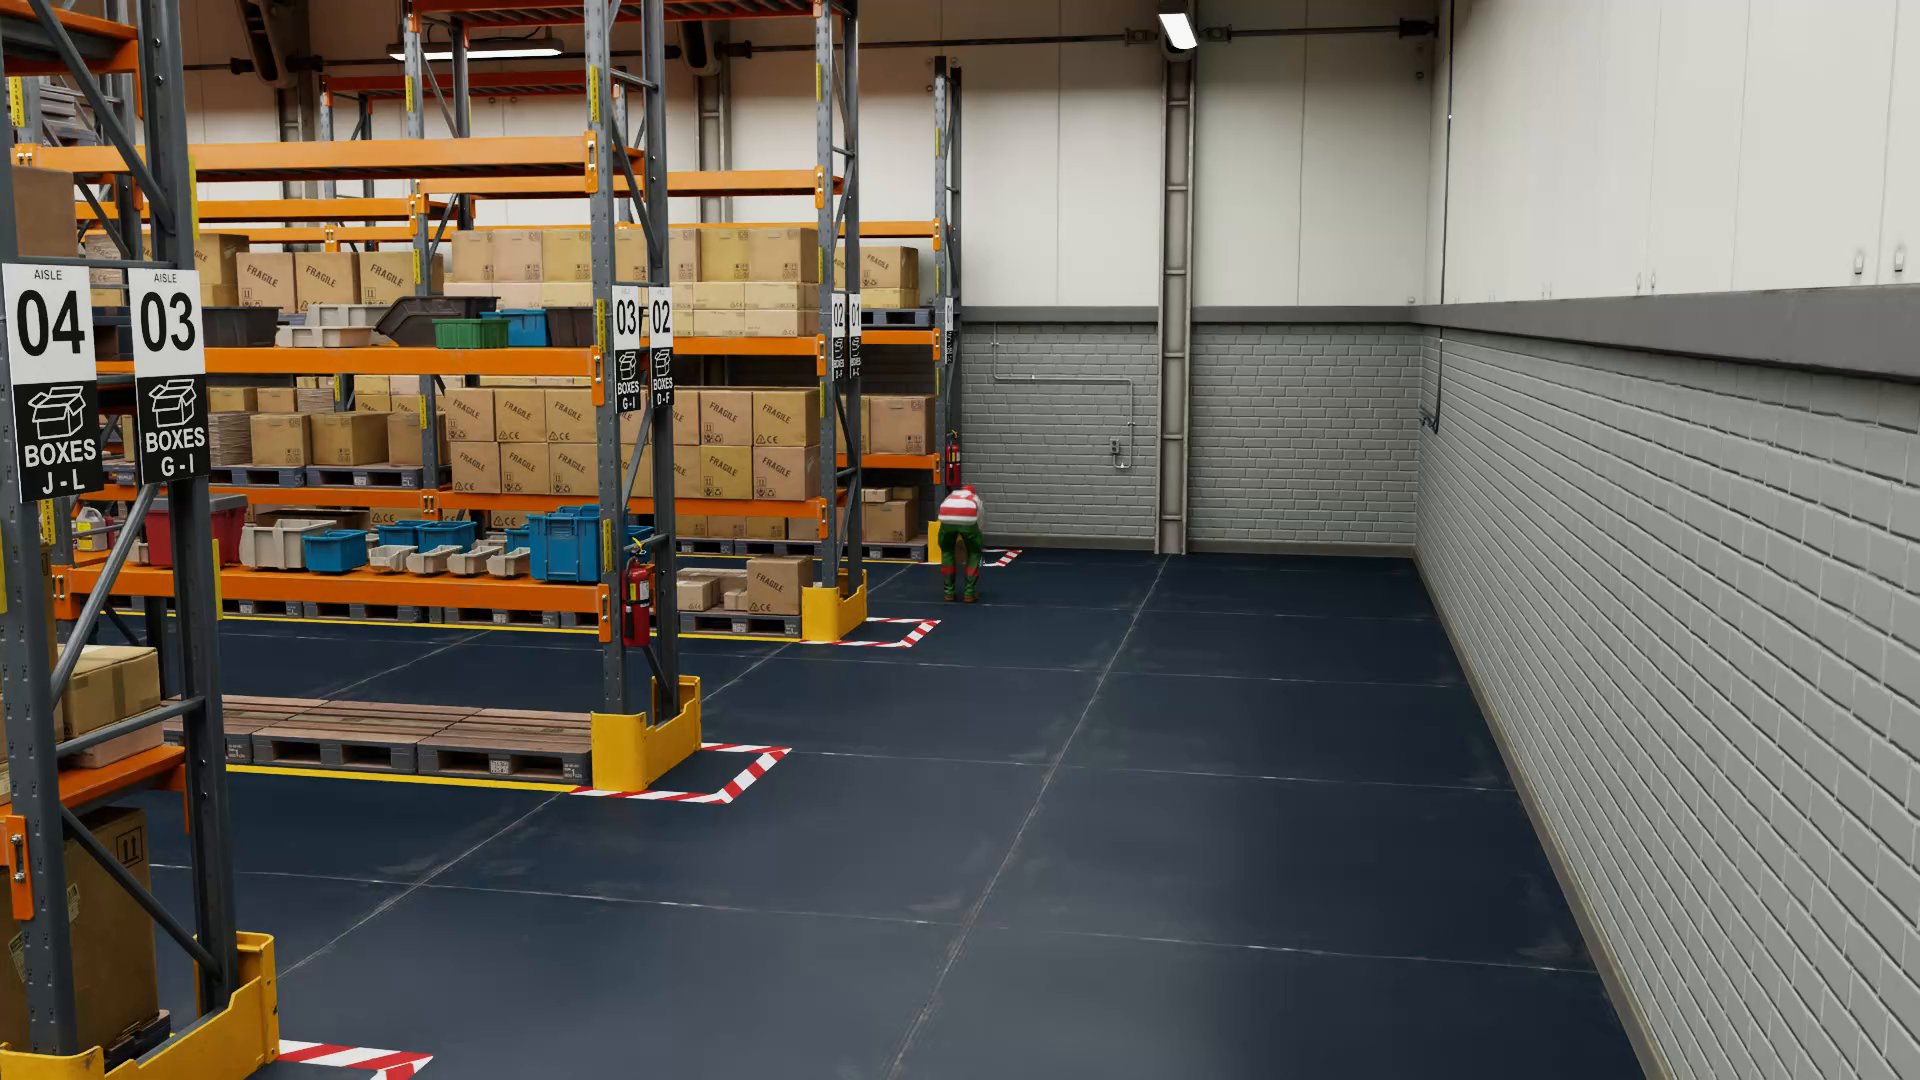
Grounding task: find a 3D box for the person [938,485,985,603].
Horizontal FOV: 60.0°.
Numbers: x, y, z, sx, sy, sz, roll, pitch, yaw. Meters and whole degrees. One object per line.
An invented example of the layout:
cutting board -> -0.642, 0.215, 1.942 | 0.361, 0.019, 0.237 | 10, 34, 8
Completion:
person -> 0.034, 0.031, 17.757 | 0.487, 1.167, 0.957 | 1, 8, 9
